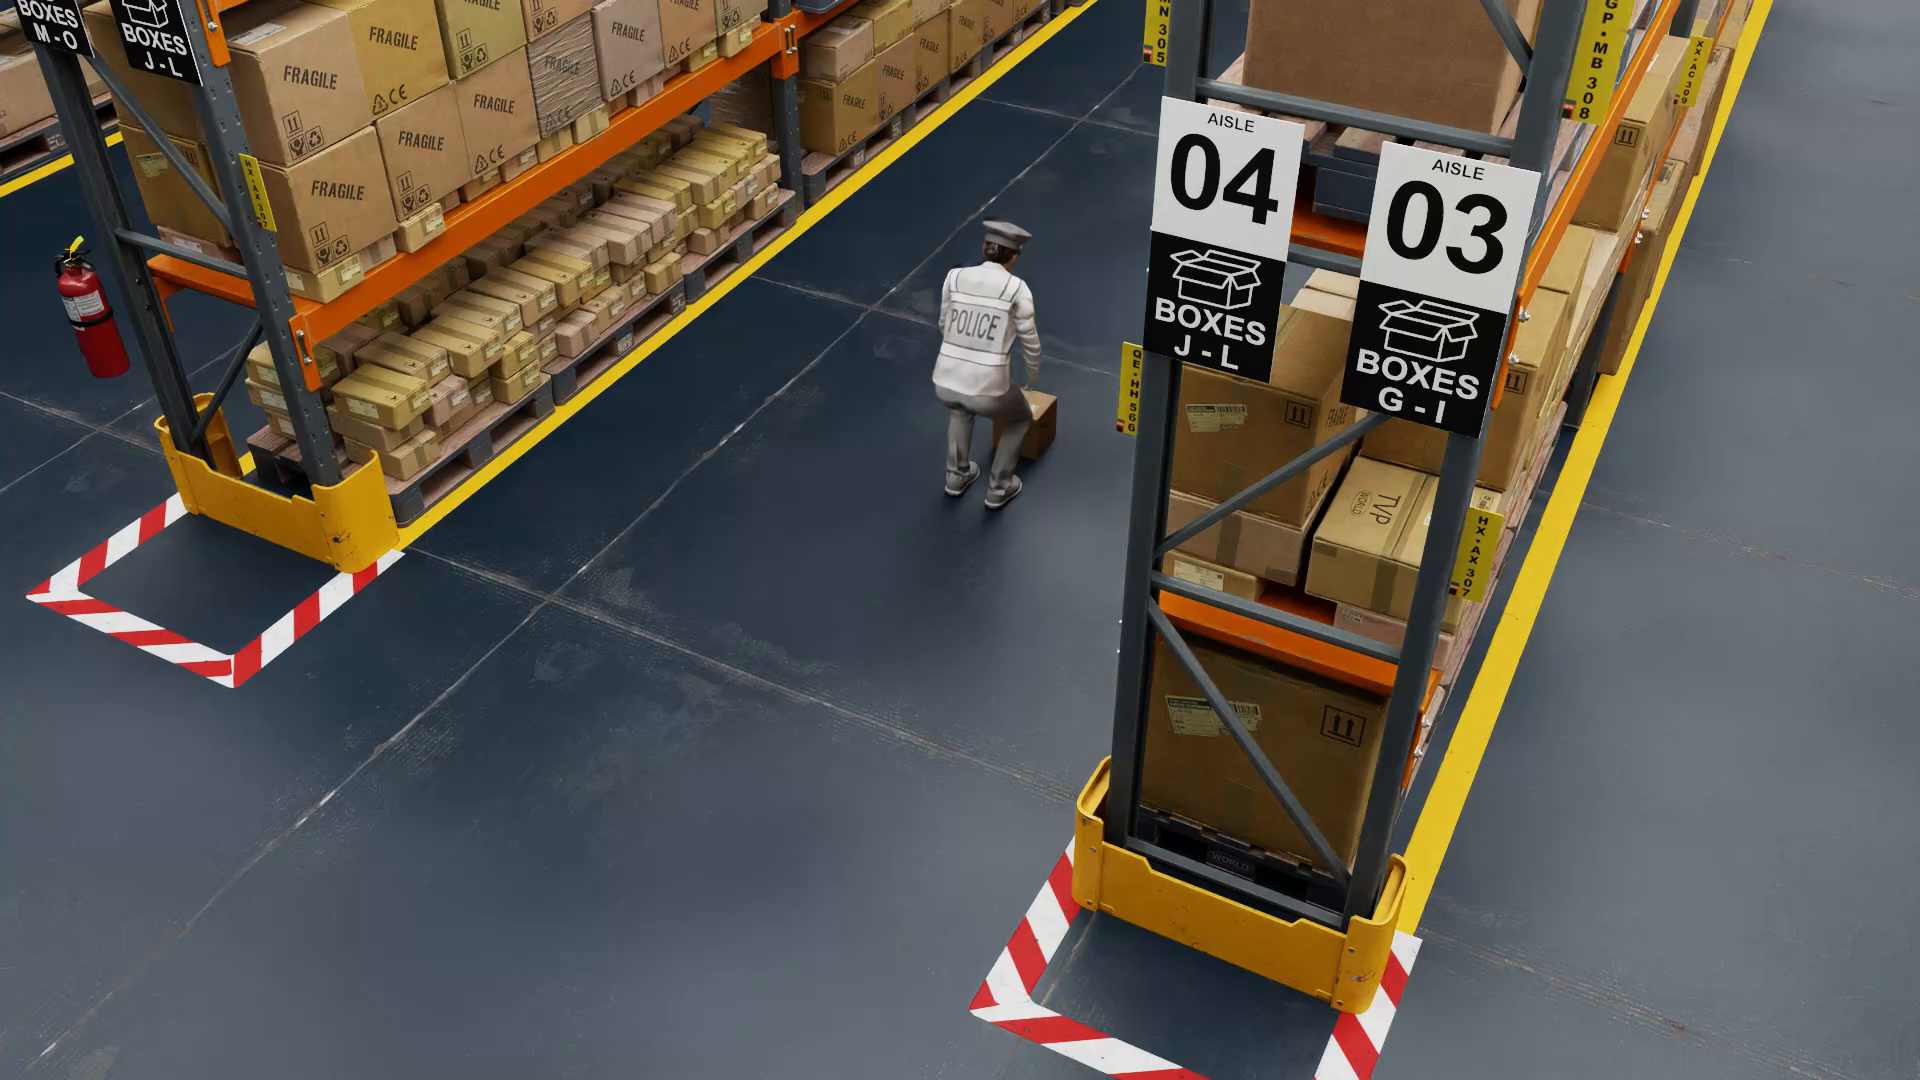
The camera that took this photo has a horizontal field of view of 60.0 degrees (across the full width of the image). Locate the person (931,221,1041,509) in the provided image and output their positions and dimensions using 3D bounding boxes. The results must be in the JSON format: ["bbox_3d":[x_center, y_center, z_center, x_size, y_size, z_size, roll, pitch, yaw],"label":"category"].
[{"bbox_3d":[0.114,-0.838,8.054,0.535,1.375,0.709,18,42,21],"label":"person"}]
